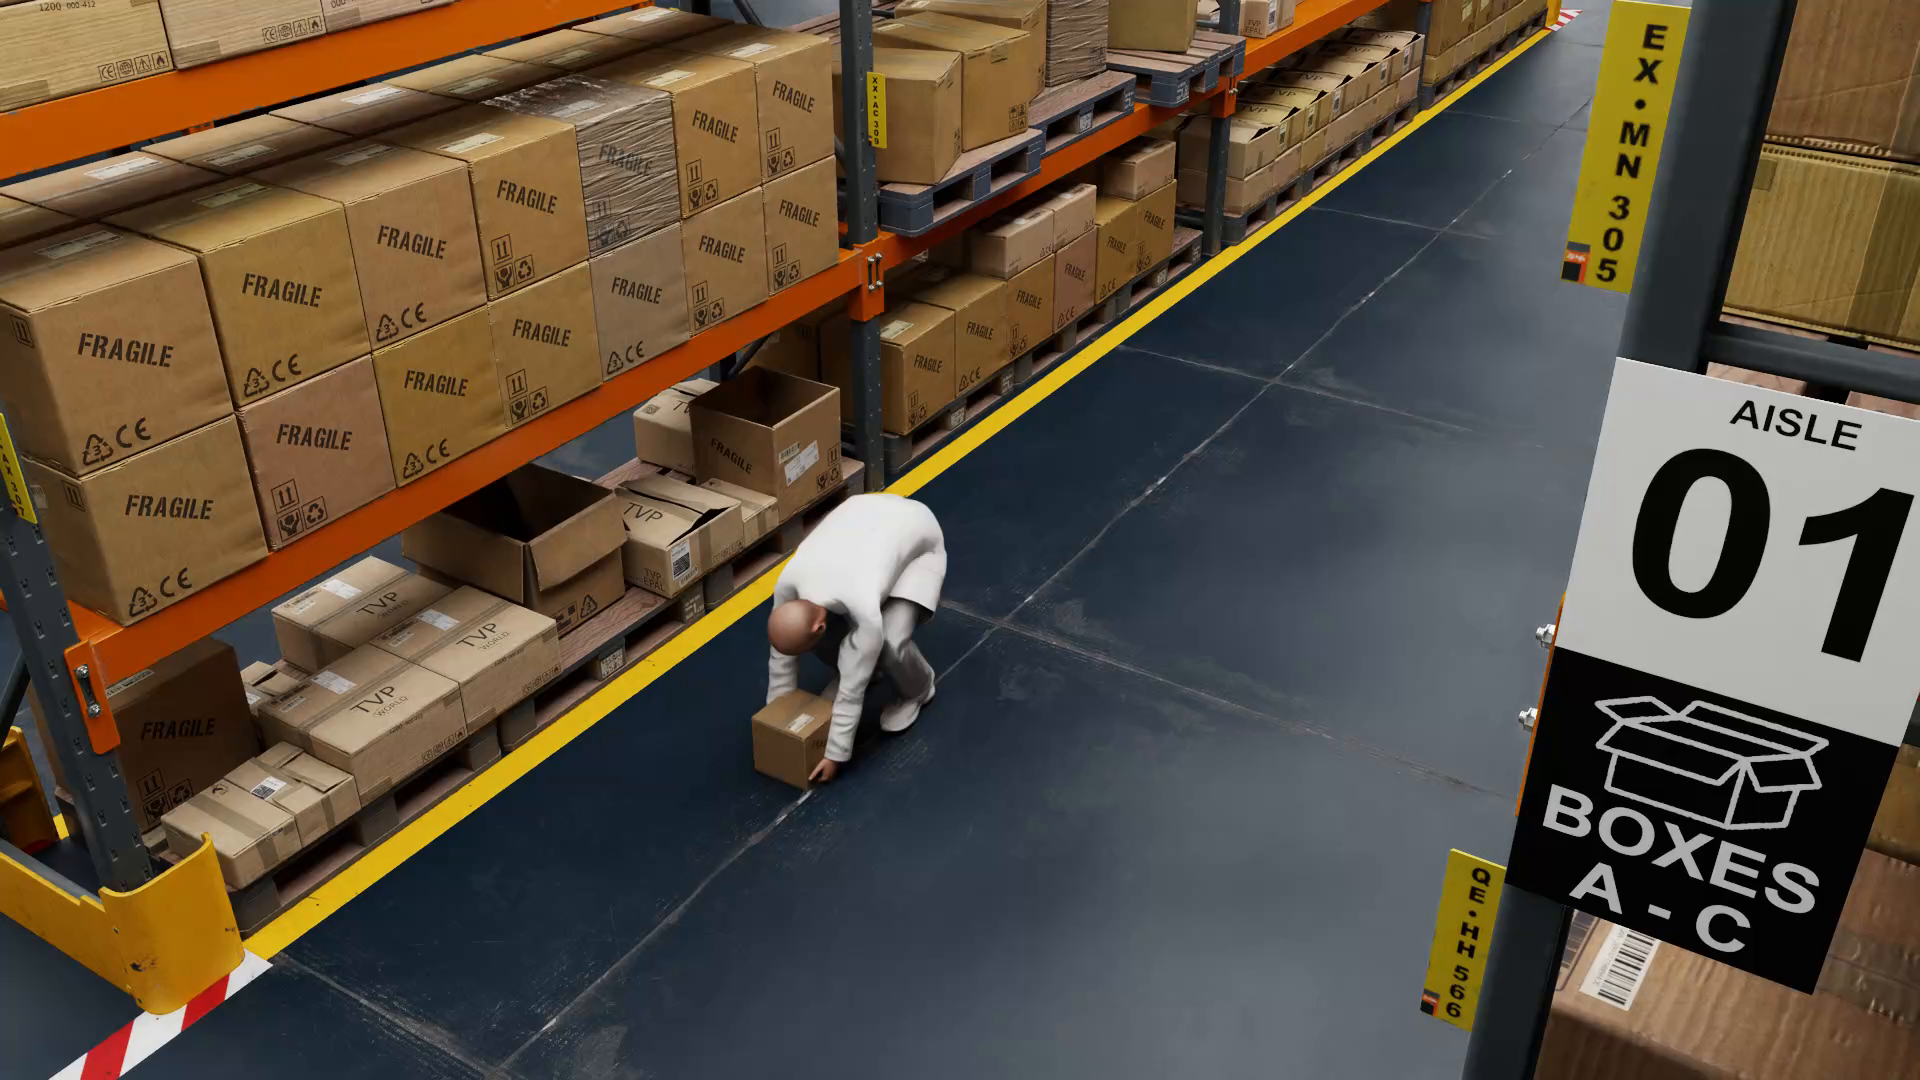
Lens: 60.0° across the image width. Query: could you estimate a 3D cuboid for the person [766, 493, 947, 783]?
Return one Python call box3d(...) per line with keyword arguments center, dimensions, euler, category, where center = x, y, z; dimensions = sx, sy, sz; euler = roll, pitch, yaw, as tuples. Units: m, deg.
box3d(center=(-0.416, 0.337, 6.442), dimensions=(0.595, 0.923, 0.950), euler=(18, 35, 28), category="person")
